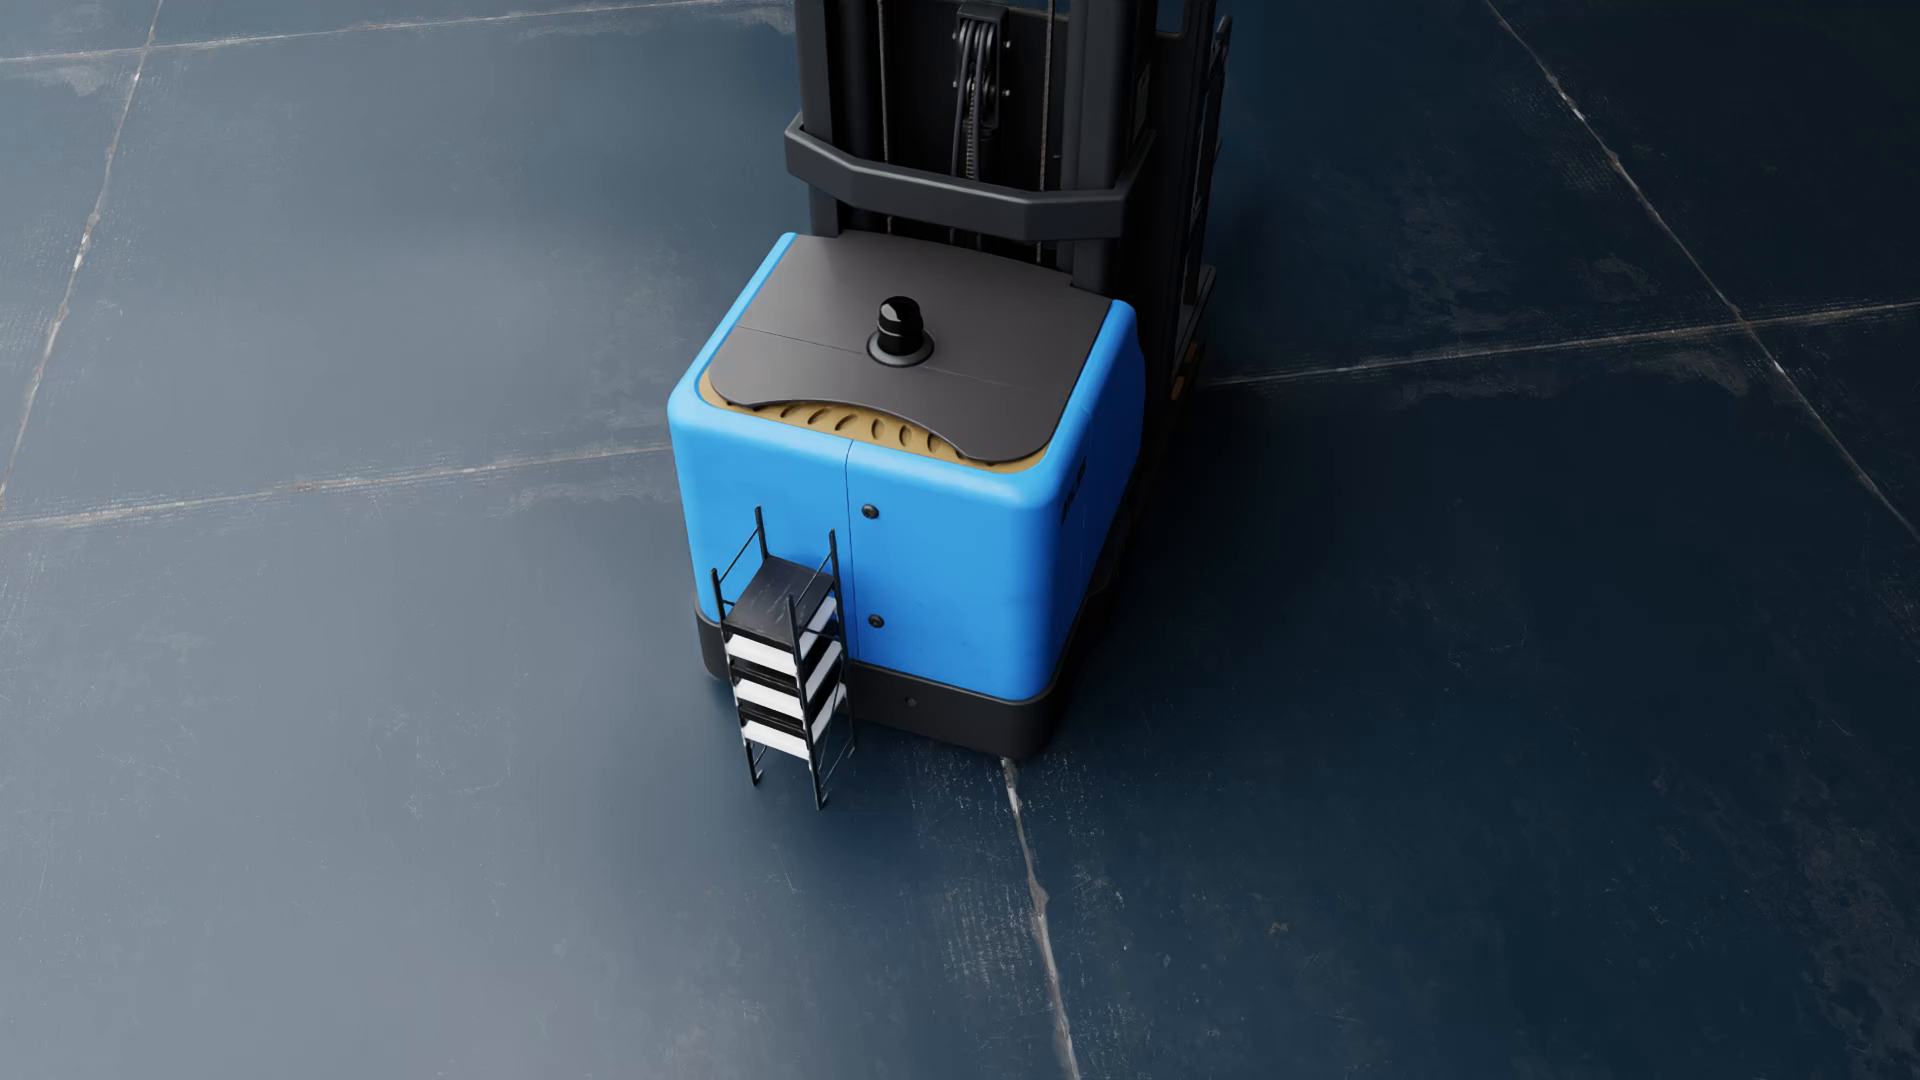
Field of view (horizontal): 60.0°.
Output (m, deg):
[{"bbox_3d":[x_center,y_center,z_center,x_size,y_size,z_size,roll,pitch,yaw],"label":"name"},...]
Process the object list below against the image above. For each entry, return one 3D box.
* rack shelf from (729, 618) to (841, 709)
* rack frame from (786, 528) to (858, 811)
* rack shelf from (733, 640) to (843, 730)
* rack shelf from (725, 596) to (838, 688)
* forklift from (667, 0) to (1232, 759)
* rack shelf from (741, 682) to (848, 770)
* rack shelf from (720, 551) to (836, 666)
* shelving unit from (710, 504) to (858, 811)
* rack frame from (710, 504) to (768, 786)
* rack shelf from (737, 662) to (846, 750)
[{"bbox_3d":[-0.440,0.288,4.262,0.200,0.077,0.258,18,51,16],"label":"rack shelf"},{"bbox_3d":[-0.346,0.356,4.275,0.006,0.900,0.240,18,51,16],"label":"rack frame"},{"bbox_3d":[-0.438,0.348,4.329,0.200,0.077,0.258,18,51,16],"label":"rack shelf"},{"bbox_3d":[-0.441,0.228,4.195,0.200,0.077,0.258,18,51,16],"label":"rack shelf"},{"bbox_3d":[0.210,-1.499,4.659,1.130,2.935,3.031,14,48,13],"label":"forklift"},{"bbox_3d":[-0.435,0.469,4.462,0.200,0.077,0.258,18,51,16],"label":"rack shelf"},{"bbox_3d":[-0.443,0.168,4.128,0.200,0.077,0.258,18,51,16],"label":"rack shelf"},{"bbox_3d":[-0.439,0.326,4.304,0.210,0.900,0.258,18,51,16],"label":"shelving unit"},{"bbox_3d":[-0.532,0.296,4.332,0.006,0.900,0.240,18,51,16],"label":"rack frame"},{"bbox_3d":[-0.437,0.408,4.396,0.200,0.077,0.258,18,51,16],"label":"rack shelf"}]
